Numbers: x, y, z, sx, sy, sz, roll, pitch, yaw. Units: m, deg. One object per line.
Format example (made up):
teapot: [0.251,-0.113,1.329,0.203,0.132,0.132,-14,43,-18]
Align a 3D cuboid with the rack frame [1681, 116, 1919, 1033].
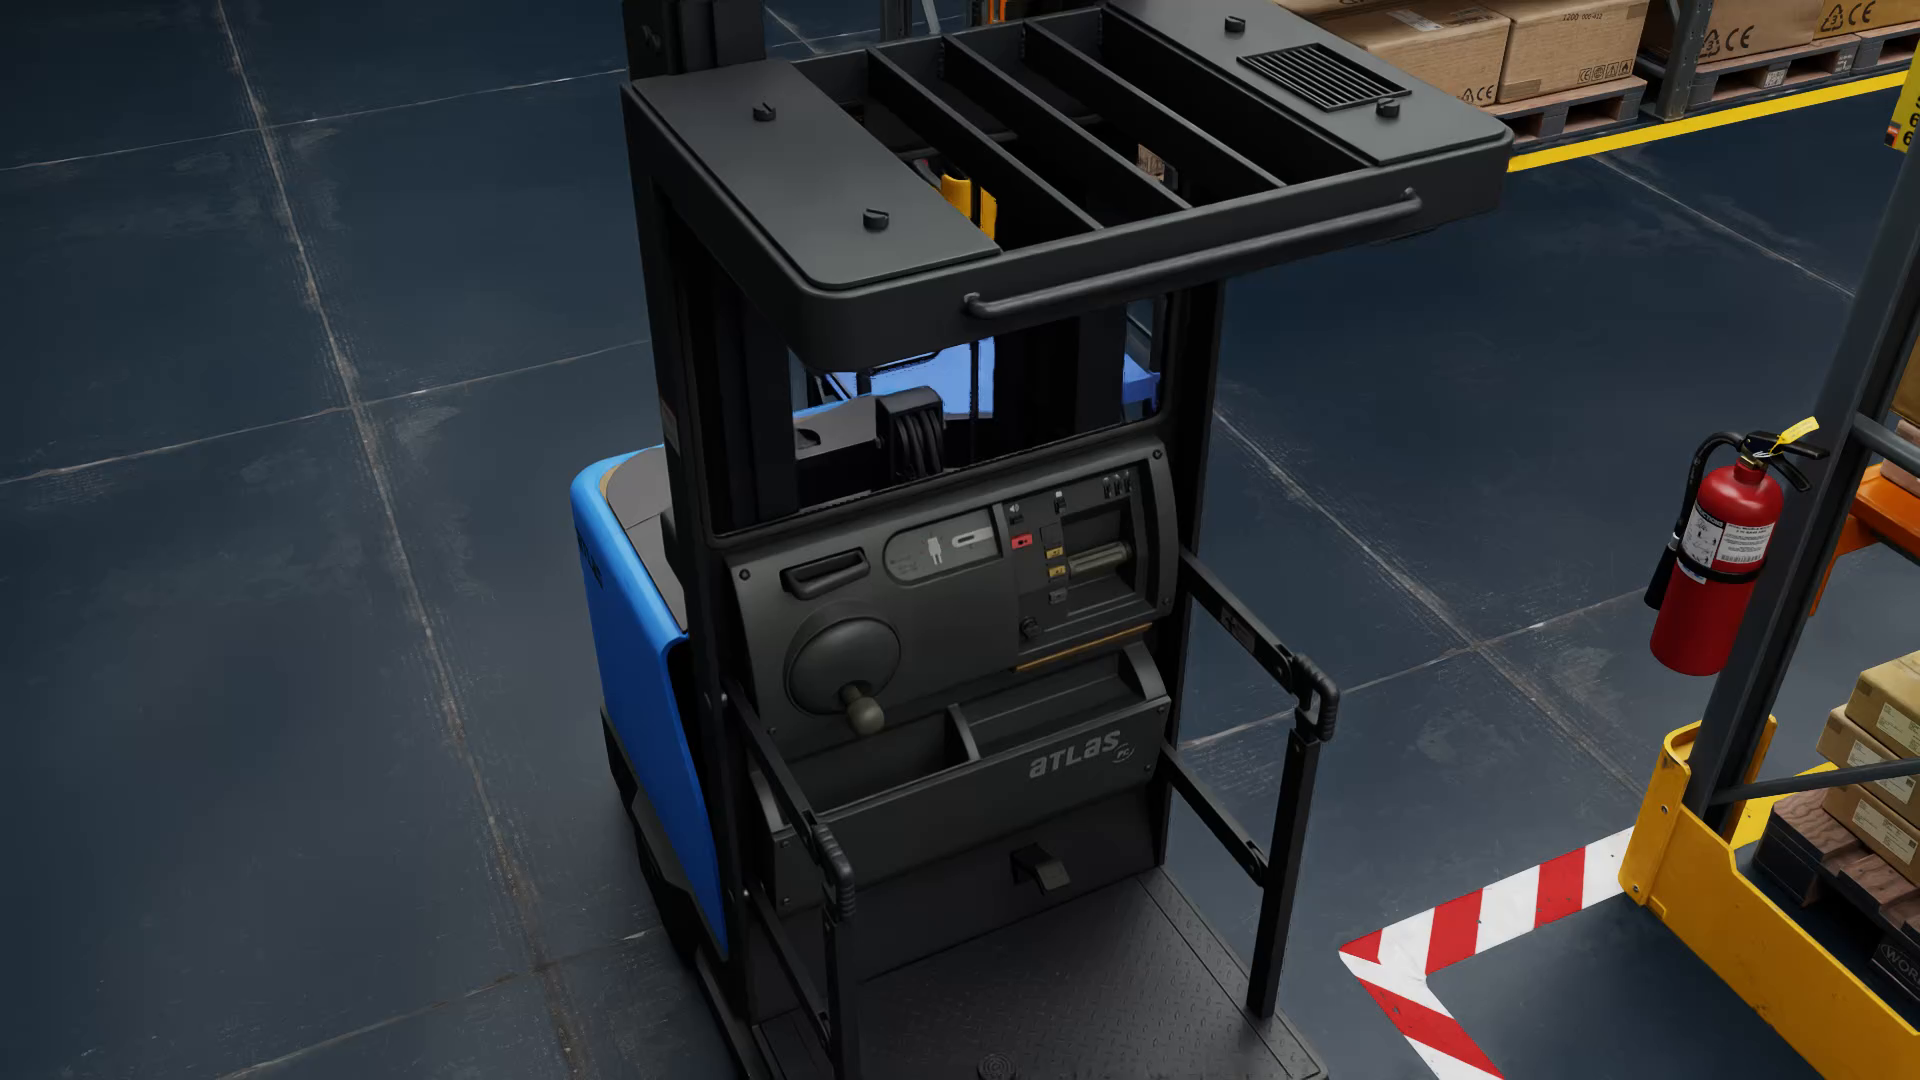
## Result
rack frame: [2.096,-0.005,3.239,0.127,3.000,1.000,-16,39,-20]

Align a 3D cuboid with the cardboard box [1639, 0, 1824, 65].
cardboard box: [4.050,-3.177,8.946,0.875,0.875,0.875,-14,39,-19]

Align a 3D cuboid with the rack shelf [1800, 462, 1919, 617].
rack shelf: [3.907,-0.222,4.136,4.000,0.370,1.077,-16,39,-20]

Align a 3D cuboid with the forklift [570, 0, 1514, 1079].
forklift: [0.110,0.156,3.080,1.130,2.935,3.031,-17,40,-21]

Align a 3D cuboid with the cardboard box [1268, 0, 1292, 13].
cardboard box: [1.281,-2.246,8.058,0.875,0.438,0.875,-15,39,-19]

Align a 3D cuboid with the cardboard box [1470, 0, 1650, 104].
cardboard box: [2.909,-2.700,8.670,0.875,0.438,0.875,-16,40,-21]

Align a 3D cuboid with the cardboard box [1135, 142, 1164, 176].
cardboard box: [0.457,-2.009,7.739,0.875,0.438,0.875,-17,40,-21]

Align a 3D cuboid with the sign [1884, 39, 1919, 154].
sign: [1.879,-0.901,3.210,0.005,0.325,0.100,-16,39,-20]

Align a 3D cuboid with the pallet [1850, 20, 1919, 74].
pallet: [5.295,-3.088,9.737,1.213,0.211,1.003,-16,39,-20]

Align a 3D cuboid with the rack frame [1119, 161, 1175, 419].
rack frame: [0.537,-0.753,5.506,0.032,1.500,0.500,-16,39,-20]

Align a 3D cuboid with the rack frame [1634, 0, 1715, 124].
rack frame: [3.523,-3.661,8.168,0.127,3.000,1.000,-16,39,-20]

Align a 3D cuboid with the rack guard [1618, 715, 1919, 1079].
rack guard: [2.165,0.980,4.009,0.348,0.500,1.175,-16,39,-20]

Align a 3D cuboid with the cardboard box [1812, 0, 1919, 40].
cardboard box: [4.864,-3.410,9.260,0.875,0.875,0.875,-14,39,-19]

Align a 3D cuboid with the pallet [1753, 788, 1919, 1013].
pallet: [2.915,0.909,4.347,1.213,0.211,1.003,-16,39,-20]

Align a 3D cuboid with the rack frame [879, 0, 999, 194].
rack frame: [-0.098,-2.649,6.803,0.127,3.000,1.000,-16,39,-20]

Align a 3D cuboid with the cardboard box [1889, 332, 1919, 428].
cardboard box: [2.394,-0.417,3.461,0.500,0.500,0.500,-15,39,-19]

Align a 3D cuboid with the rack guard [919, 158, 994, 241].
rack guard: [-0.120,-1.639,7.540,0.348,0.500,1.175,-16,39,-20]

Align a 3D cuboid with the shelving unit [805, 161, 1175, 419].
shelving unit: [0.077,-0.624,5.332,1.048,1.500,0.538,-16,39,-20]

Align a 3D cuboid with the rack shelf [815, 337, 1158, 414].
rack shelf: [0.077,-0.480,5.439,1.000,0.185,0.538,-16,39,-20]

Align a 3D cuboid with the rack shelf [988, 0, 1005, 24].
rack shelf: [1.712,-2.866,7.700,4.000,0.370,1.077,-16,39,-20]

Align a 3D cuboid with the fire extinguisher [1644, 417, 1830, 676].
fire extinguisher: [1.672,-0.009,3.622,0.183,0.674,0.296,-16,39,-20]

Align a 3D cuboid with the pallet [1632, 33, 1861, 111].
pallet: [4.189,-2.777,9.317,1.213,0.211,1.003,-16,39,-20]

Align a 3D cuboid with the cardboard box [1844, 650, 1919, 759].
cardboard box: [2.468,0.462,4.151,0.250,0.149,0.380,-15,39,-19]

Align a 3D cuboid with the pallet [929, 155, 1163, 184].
pallet: [0.592,-1.773,7.964,1.213,0.211,1.003,-16,39,-20]

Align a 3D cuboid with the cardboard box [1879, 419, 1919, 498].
cardboard box: [2.271,-0.139,3.630,0.250,0.149,0.380,-16,39,-20]

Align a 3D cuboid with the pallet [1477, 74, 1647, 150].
pallet: [2.801,-2.391,8.796,1.213,0.211,1.003,-16,39,-20]

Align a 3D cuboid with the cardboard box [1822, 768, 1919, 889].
cardboard box: [2.484,0.726,4.294,0.250,0.149,0.380,-15,39,-19]

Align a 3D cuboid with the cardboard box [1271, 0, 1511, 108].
cardboard box: [2.098,-2.473,8.364,0.875,0.438,0.875,-17,40,-21]

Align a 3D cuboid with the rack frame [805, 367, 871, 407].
rack frame: [-0.383,-0.495,5.159,0.032,1.500,0.500,-16,39,-20]

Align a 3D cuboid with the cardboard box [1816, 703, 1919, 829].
cardboard box: [2.453,0.564,4.262,0.250,0.149,0.380,-17,40,-21]
